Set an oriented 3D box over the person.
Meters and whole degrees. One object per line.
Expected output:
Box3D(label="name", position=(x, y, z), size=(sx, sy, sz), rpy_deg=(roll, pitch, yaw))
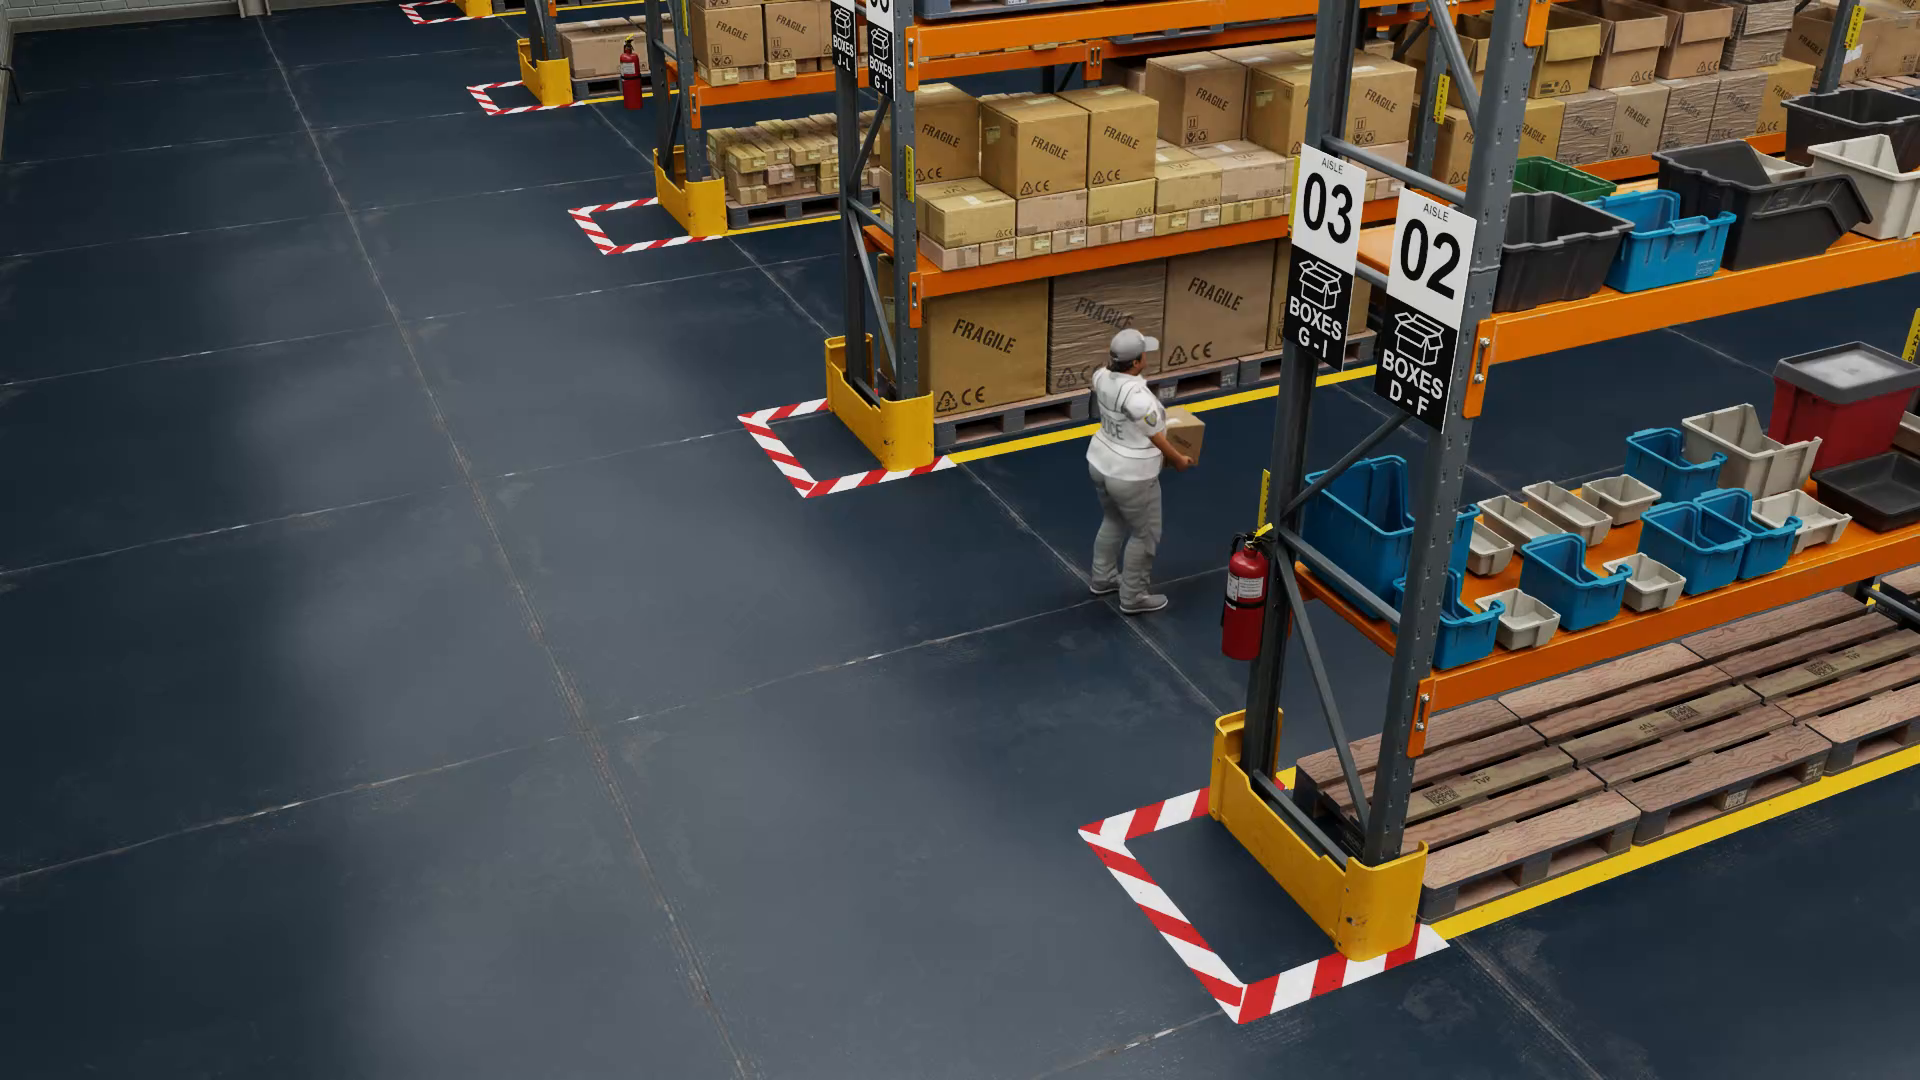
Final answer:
Box3D(label="person", position=(0.976, -0.390, 9.139), size=(0.539, 1.662, 0.452), rpy_deg=(-13, 32, -22))
